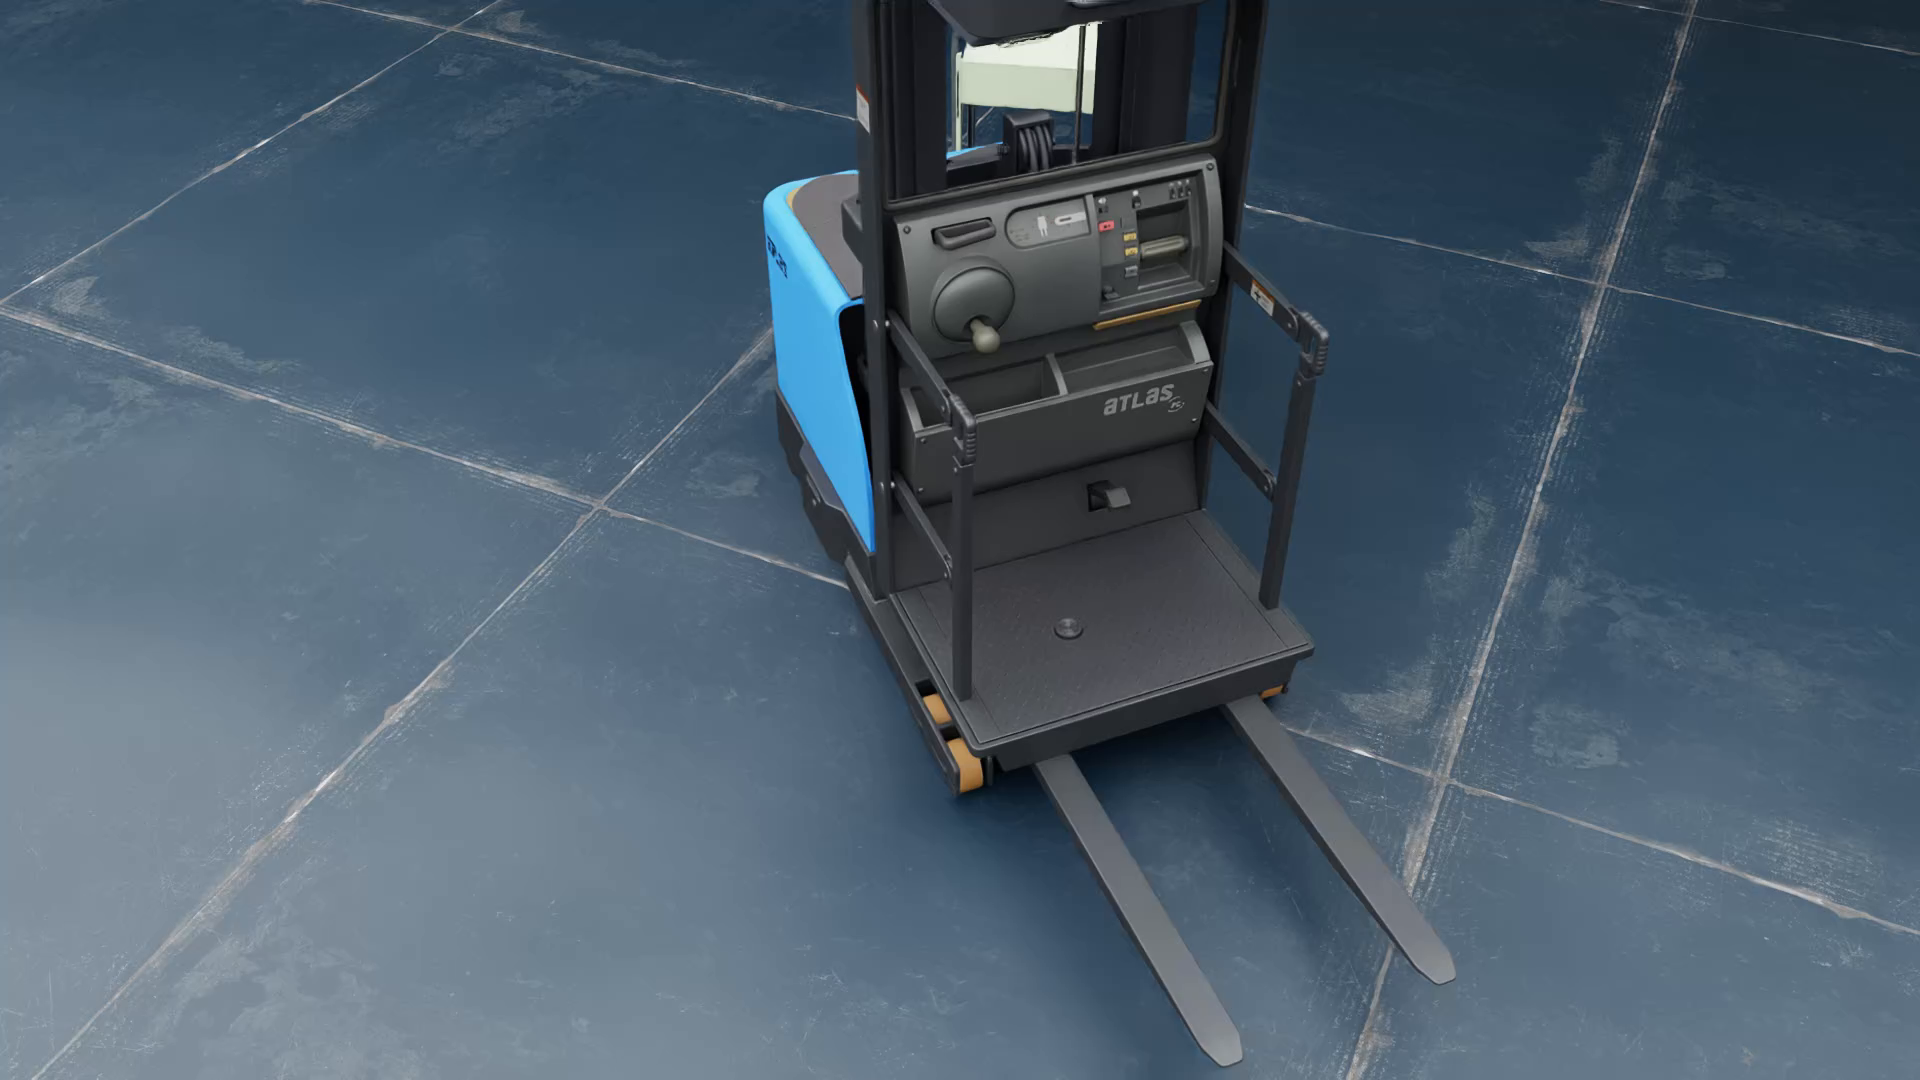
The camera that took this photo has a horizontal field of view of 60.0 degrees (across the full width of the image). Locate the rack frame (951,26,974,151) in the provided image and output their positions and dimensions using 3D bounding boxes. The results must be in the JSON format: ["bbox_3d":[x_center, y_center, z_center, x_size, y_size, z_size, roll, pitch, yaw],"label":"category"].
[{"bbox_3d":[0.011,-1.346,6.158,0.023,1.500,0.400,6,41,7],"label":"rack frame"}]

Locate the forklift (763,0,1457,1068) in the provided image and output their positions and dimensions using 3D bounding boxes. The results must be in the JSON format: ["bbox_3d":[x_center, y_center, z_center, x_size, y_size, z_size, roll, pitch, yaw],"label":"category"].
[{"bbox_3d":[0.363,-0.683,4.300,1.130,2.935,3.031,-15,43,-17],"label":"forklift"}]

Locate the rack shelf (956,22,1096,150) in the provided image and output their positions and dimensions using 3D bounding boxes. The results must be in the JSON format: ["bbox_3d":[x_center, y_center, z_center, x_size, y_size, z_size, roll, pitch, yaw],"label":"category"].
[{"bbox_3d":[0.373,-1.604,5.859,0.720,0.370,0.431,6,41,7],"label":"rack shelf"}]

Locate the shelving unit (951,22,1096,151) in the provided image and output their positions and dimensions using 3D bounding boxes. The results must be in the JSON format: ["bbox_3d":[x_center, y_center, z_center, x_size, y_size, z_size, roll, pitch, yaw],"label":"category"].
[{"bbox_3d":[0.373,-1.309,6.115,0.755,1.500,0.431,6,41,7],"label":"shelving unit"}]
